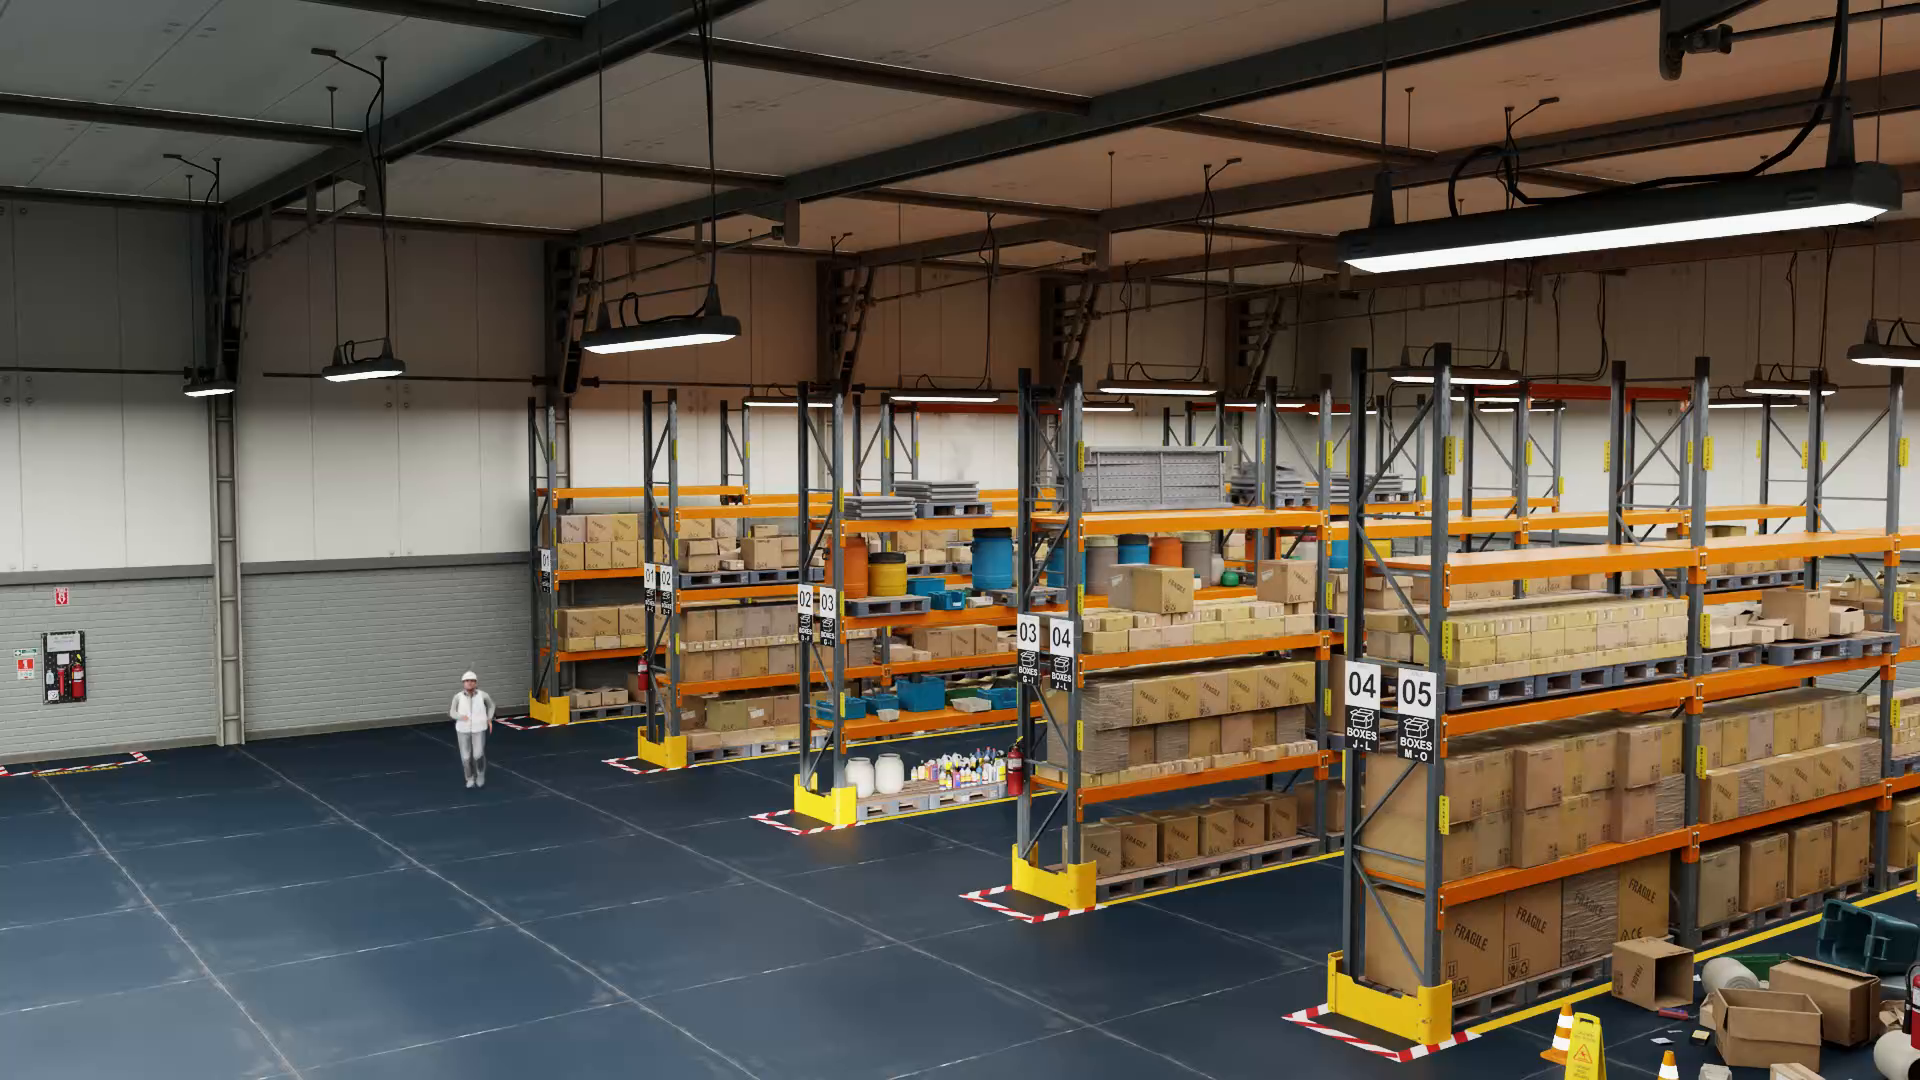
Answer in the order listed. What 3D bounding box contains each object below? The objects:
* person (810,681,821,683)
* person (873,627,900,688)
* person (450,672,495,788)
[{"bbox_3d":[-2.758,2.582,30.432,0.646,1.624,0.644,-3,5,-43],"label":"person"},{"bbox_3d":[-1.458,2.431,31.360,0.837,1.770,0.672,-3,5,-44],"label":"person"},{"bbox_3d":[-7.232,2.821,24.652,0.635,1.735,0.650,-1,3,-12],"label":"person"}]
